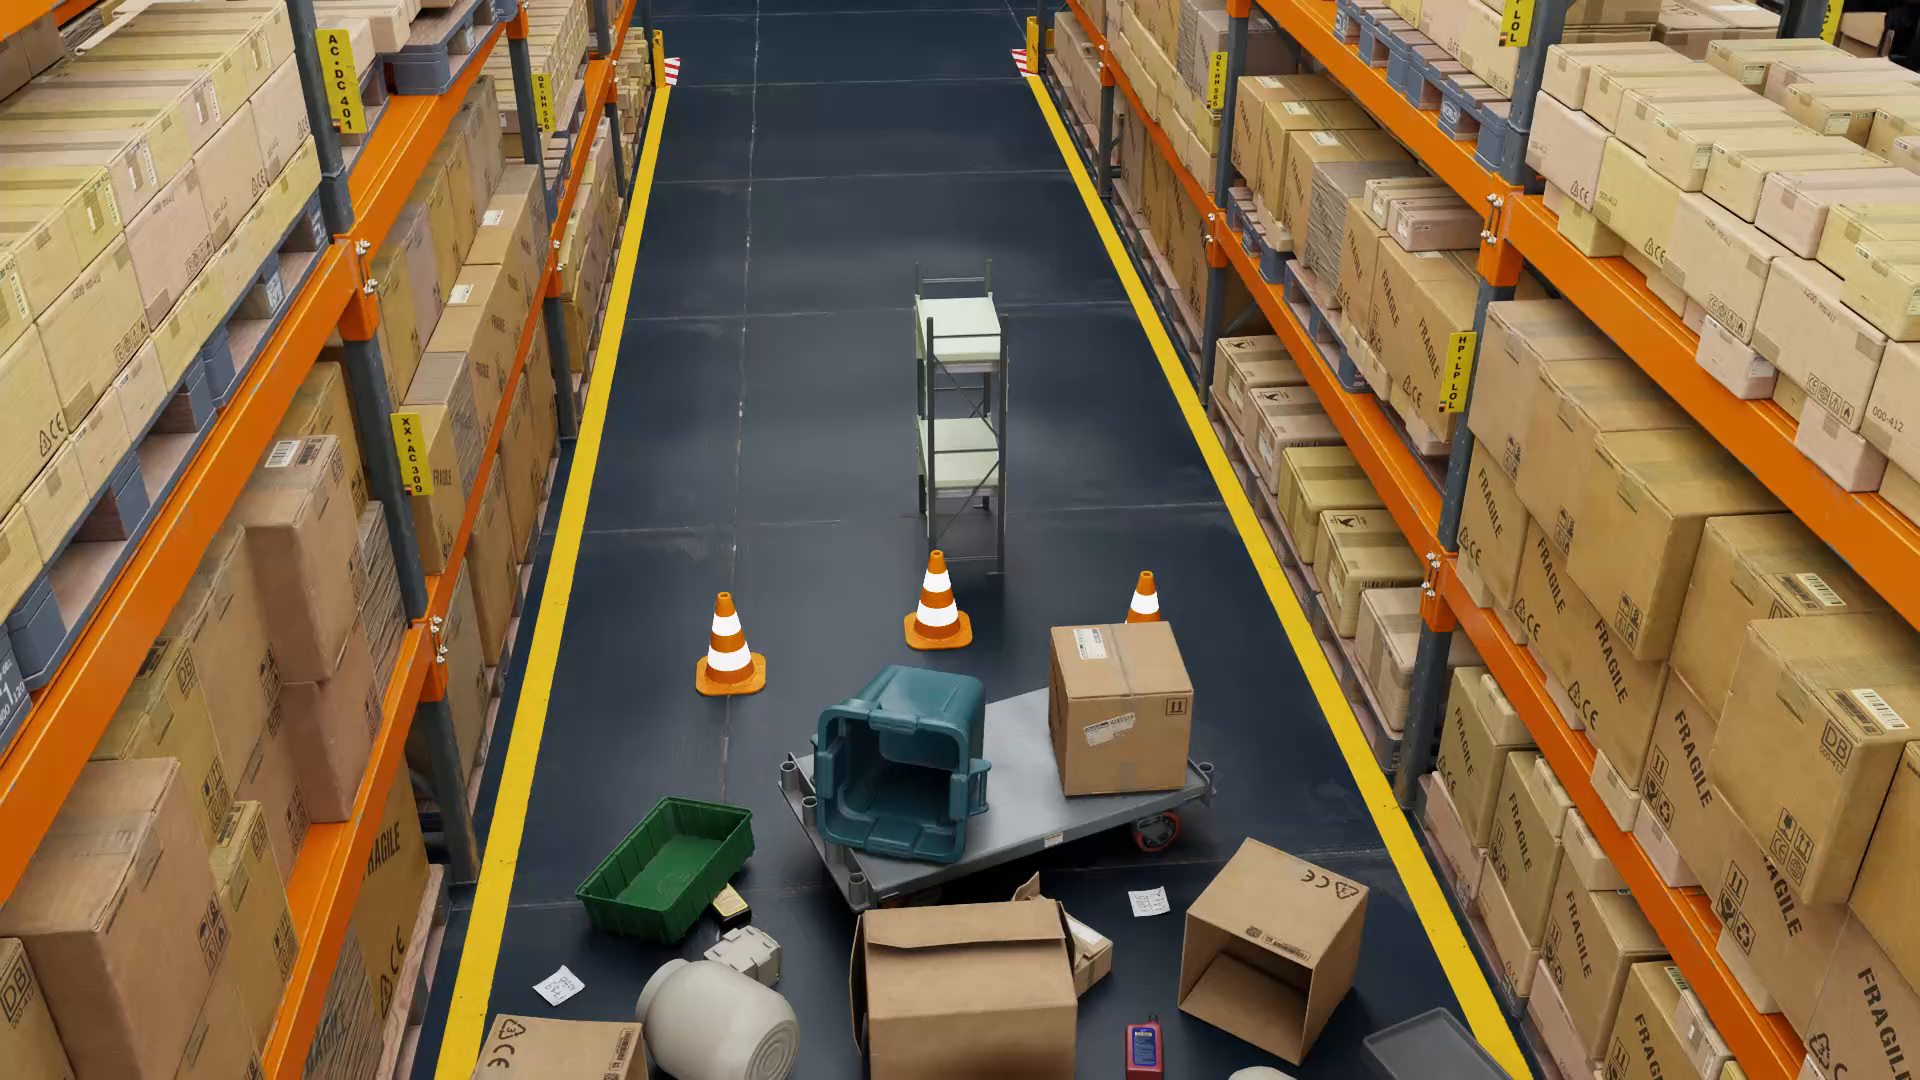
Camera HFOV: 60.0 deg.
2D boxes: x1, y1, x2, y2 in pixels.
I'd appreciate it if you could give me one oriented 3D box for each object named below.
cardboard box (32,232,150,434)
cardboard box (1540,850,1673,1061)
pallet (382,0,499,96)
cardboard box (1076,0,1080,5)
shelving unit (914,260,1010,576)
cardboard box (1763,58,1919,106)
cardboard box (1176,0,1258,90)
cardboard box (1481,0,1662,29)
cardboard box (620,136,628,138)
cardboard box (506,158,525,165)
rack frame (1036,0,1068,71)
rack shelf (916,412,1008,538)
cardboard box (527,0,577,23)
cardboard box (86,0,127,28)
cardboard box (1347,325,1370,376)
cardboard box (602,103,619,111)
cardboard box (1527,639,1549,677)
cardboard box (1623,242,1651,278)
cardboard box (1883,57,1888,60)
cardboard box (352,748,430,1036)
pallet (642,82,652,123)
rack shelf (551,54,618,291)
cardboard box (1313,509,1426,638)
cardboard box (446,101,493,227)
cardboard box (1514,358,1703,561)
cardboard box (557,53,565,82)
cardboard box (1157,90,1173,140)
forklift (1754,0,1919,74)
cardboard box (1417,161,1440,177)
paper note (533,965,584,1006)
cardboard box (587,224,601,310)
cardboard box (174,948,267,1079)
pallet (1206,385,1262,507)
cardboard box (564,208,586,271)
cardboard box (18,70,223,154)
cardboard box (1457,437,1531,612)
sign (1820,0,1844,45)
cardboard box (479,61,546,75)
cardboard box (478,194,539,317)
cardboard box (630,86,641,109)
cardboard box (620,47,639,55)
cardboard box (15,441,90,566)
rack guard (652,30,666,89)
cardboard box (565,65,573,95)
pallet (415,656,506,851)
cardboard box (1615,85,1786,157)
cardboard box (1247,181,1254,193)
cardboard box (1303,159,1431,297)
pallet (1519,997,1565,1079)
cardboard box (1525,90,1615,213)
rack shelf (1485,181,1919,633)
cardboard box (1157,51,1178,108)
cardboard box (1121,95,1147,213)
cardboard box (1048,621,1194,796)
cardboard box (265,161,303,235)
[{"bbox_3d":[-2.057,-0.433,3.475,0.500,0.250,0.500,-3,31,-5],"label":"cardboard box"},{"bbox_3d":[2.315,1.371,5.569,0.500,0.500,0.500,-1,31,-2],"label":"cardboard box"},{"bbox_3d":[-2.652,-2.222,7.303,1.003,0.211,1.213,-1,31,-2],"label":"pallet"},{"bbox_3d":[1.260,-5.029,14.647,0.500,0.500,0.500,-3,31,-5],"label":"cardboard box"},{"bbox_3d":[0.001,-0.640,8.860,0.431,1.500,0.755,-3,31,-5],"label":"shelving unit"},{"bbox_3d":[2.768,-1.400,5.211,0.380,0.149,0.250,-3,31,-6],"label":"cardboard box"},{"bbox_3d":[1.681,-3.186,10.586,0.500,0.500,0.500,-2,31,-4],"label":"cardboard box"},{"bbox_3d":[2.239,-2.067,6.109,0.500,0.250,0.500,-2,31,-3],"label":"cardboard box"},{"bbox_3d":[-3.060,-3.372,14.341,0.380,0.149,0.250,-3,31,-5],"label":"cardboard box"},{"bbox_3d":[-2.713,-2.223,9.881,0.380,0.149,0.250,-3,31,-5],"label":"cardboard box"},{"bbox_3d":[1.299,-6.285,16.847,1.000,3.000,0.127,-3,31,-5],"label":"rack frame"},{"bbox_3d":[0.001,-0.361,9.027,0.431,0.370,0.720,-3,31,-5],"label":"rack shelf"},{"bbox_3d":[-2.966,-3.817,11.971,0.380,0.149,0.250,-4,31,-6],"label":"cardboard box"},{"bbox_3d":[-8.428,-4.756,15.949,0.875,0.875,0.875,-3,31,-5],"label":"cardboard box"},{"bbox_3d":[2.003,-0.876,7.626,0.380,0.149,0.250,-3,31,-4],"label":"cardboard box"},{"bbox_3d":[-3.112,-3.622,14.179,0.380,0.149,0.250,-3,31,-5],"label":"cardboard box"},{"bbox_3d":[2.261,0.386,5.923,0.380,0.149,0.250,-3,31,-5],"label":"cardboard box"},{"bbox_3d":[2.307,-0.910,5.168,0.380,0.149,0.250,-3,31,-5],"label":"cardboard box"},{"bbox_3d":[6.567,-3.079,11.217,0.500,0.250,0.500,-4,31,-7],"label":"cardboard box"},{"bbox_3d":[-2.510,1.187,6.001,0.875,0.875,0.875,-2,31,-4],"label":"cardboard box"},{"bbox_3d":[-3.572,-4.344,16.317,1.003,0.211,1.213,-3,31,-5],"label":"pallet"},{"bbox_3d":[-3.059,-2.624,11.420,1.077,0.370,4.000,-3,31,-5],"label":"rack shelf"},{"bbox_3d":[2.298,0.155,8.219,0.950,0.372,0.625,-1,31,-1],"label":"cardboard box"},{"bbox_3d":[-2.792,-1.896,8.427,0.700,0.500,0.500,-3,31,-5],"label":"cardboard box"},{"bbox_3d":[2.271,-0.262,5.400,0.700,0.500,0.500,-3,31,-4],"label":"cardboard box"},{"bbox_3d":[-2.869,-3.164,11.167,0.380,0.149,0.250,-2,31,-3],"label":"cardboard box"},{"bbox_3d":[1.646,-2.900,11.326,0.500,0.250,0.500,-3,31,-5],"label":"cardboard box"},{"bbox_3d":[4.600,-1.316,8.595,1.130,2.935,3.031,-3,31,-4],"label":"forklift"},{"bbox_3d":[2.523,-1.533,8.094,0.500,0.500,0.500,-4,31,-7],"label":"cardboard box"},{"bbox_3d":[-1.534,1.705,6.366,0.142,0.020,0.147,27,40,37],"label":"paper note"},{"bbox_3d":[-2.788,-1.911,11.552,0.500,0.500,0.500,-4,31,-6],"label":"cardboard box"},{"bbox_3d":[-2.205,1.349,3.920,0.875,0.550,0.550,-3,31,-5],"label":"cardboard box"},{"bbox_3d":[2.118,-0.605,10.056,1.003,0.211,1.213,-3,31,-5],"label":"pallet"},{"bbox_3d":[-2.743,-1.964,10.909,0.500,0.250,0.500,-3,31,-5],"label":"cardboard box"},{"bbox_3d":[-2.078,-1.059,4.133,0.380,0.149,0.250,-2,31,-4],"label":"cardboard box"},{"bbox_3d":[2.184,-0.091,6.090,0.500,0.500,0.500,-3,31,-5],"label":"cardboard box"},{"bbox_3d":[2.960,-1.698,5.739,0.100,0.325,0.005,-3,31,-5],"label":"sign"},{"bbox_3d":[-2.793,-2.883,10.407,0.380,0.149,0.250,-4,31,-7],"label":"cardboard box"},{"bbox_3d":[-2.518,-1.483,8.710,0.500,0.500,0.500,-3,31,-5],"label":"cardboard box"},{"bbox_3d":[-3.116,-4.025,15.143,0.380,0.149,0.250,-2,31,-4],"label":"cardboard box"},{"bbox_3d":[-3.240,-4.558,15.746,0.380,0.149,0.250,-4,31,-7],"label":"cardboard box"},{"bbox_3d":[-1.956,-0.065,3.247,0.380,0.149,0.250,-3,31,-5],"label":"cardboard box"},{"bbox_3d":[-3.613,-4.884,16.940,1.175,0.500,0.348,-3,31,-5],"label":"rack guard"},{"bbox_3d":[-2.887,-3.168,11.465,0.380,0.149,0.250,-1,31,-2],"label":"cardboard box"},{"bbox_3d":[-2.646,0.937,7.475,1.003,0.211,1.213,-3,31,-5],"label":"pallet"},{"bbox_3d":[2.194,-1.238,4.939,0.380,0.149,0.250,-4,31,-6],"label":"cardboard box"},{"bbox_3d":[1.892,-2.098,9.673,0.380,0.149,0.250,-4,31,-7],"label":"cardboard box"},{"bbox_3d":[2.009,-1.519,8.070,0.500,0.500,0.500,-4,31,-6],"label":"cardboard box"},{"bbox_3d":[2.635,2.004,5.689,1.003,0.211,1.213,-3,31,-5],"label":"pallet"},{"bbox_3d":[2.189,-1.272,5.385,0.500,0.250,0.500,-3,31,-6],"label":"cardboard box"},{"bbox_3d":[2.607,-0.116,4.296,1.077,0.370,4.000,-3,31,-5],"label":"rack shelf"},{"bbox_3d":[1.628,-3.108,11.187,0.500,0.250,0.500,-4,31,-6],"label":"cardboard box"},{"bbox_3d":[1.810,-3.198,13.342,0.875,0.875,0.875,-2,31,-3],"label":"cardboard box"},{"bbox_3d":[0.651,0.690,6.869,0.500,0.500,0.500,-3,31,-5],"label":"cardboard box"},{"bbox_3d":[-2.123,-0.974,4.768,0.380,0.149,0.250,-2,31,-4],"label":"cardboard box"}]
